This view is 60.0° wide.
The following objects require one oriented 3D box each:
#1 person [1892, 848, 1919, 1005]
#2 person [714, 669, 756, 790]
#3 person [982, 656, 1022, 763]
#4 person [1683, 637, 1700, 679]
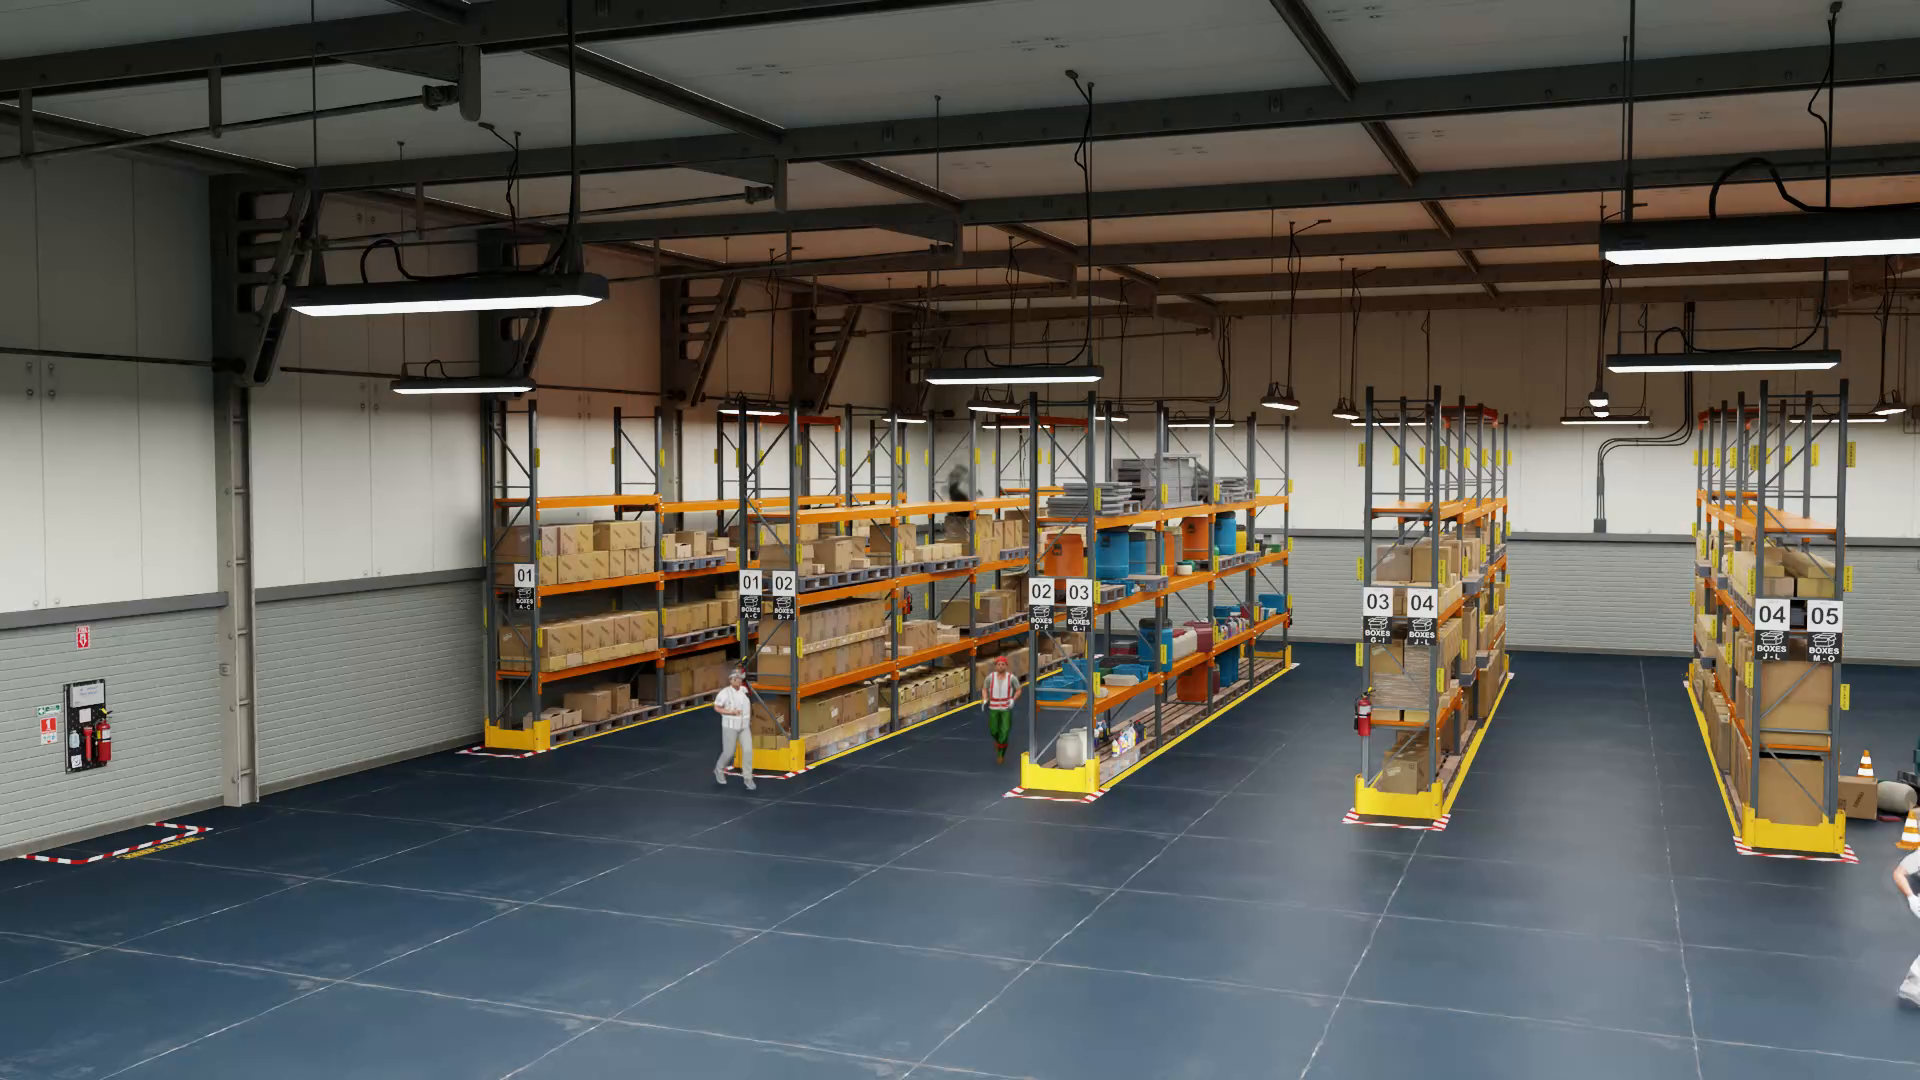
[{"bbox_3d":[8.809,3.370,14.914,0.640,1.792,0.709,-2,4,-40],"label":"person"},{"bbox_3d":[-3.417,2.855,25.277,0.667,1.809,0.871,-2,3,-36],"label":"person"},{"bbox_3d":[0.687,2.785,27.442,0.657,1.743,0.605,0,3,7],"label":"person"},{"bbox_3d":[16.794,2.286,37.602,0.798,1.732,1.009,2,3,29],"label":"person"}]
